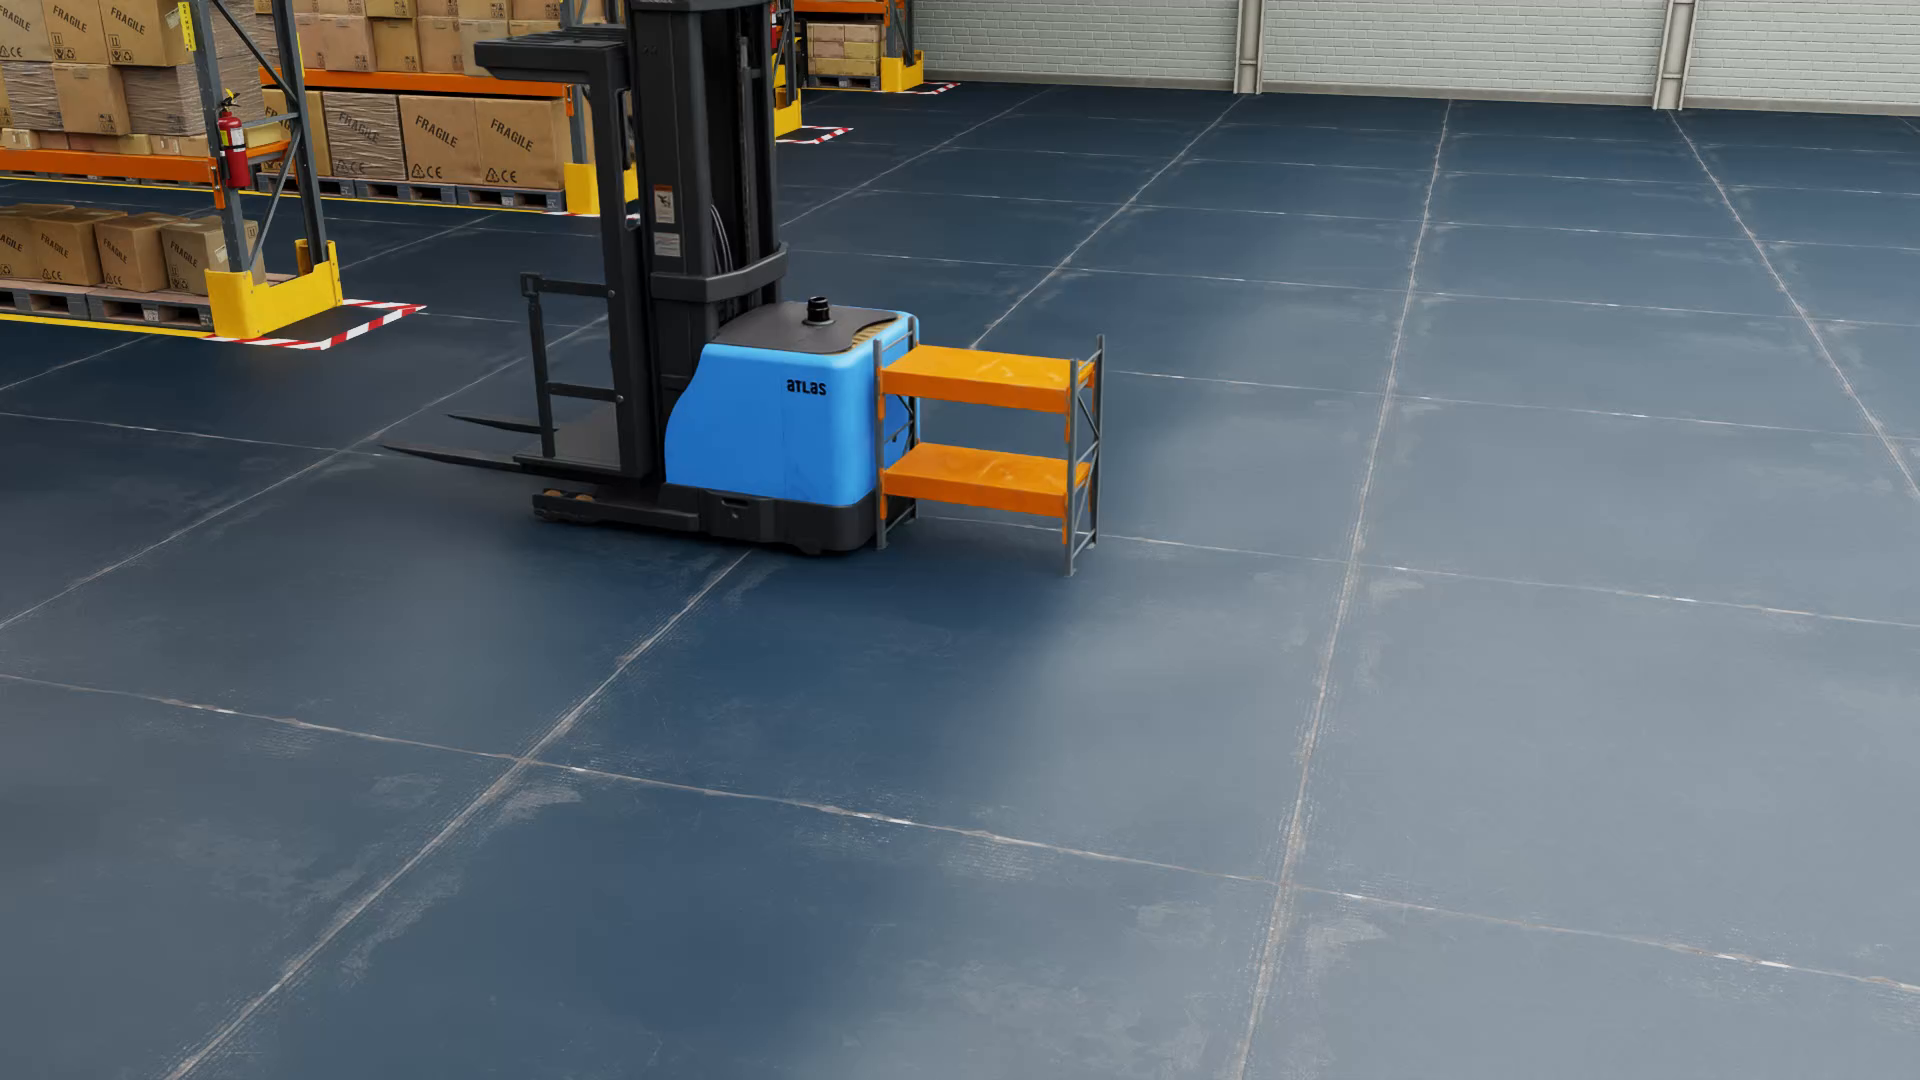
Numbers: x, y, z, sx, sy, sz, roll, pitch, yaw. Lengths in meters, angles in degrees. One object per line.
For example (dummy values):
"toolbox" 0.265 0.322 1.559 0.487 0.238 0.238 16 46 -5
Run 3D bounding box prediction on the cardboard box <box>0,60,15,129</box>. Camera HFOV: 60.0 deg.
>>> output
"cardboard box" -7.193 -3.499 12.824 0.500 0.500 0.875 7 23 16

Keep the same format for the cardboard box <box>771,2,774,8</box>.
"cardboard box" -2.730 -7.041 21.459 0.500 0.500 0.500 6 23 15

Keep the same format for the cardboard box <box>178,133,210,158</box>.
"cardboard box" -5.552 -2.944 12.326 0.250 0.149 0.380 7 23 16

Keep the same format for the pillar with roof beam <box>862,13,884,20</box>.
"pillar with roof beam" -2.576 -10.124 21.593 0.400 9.000 9.100 7 23 16

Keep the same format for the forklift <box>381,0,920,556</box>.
"forklift" -1.777 -1.608 8.828 3.031 2.935 1.130 8 24 19

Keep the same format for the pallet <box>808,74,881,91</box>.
"pallet" -1.671 -7.287 26.256 1.213 0.211 1.003 7 23 16

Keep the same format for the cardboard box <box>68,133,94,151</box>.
"cardboard box" -6.507 -3.056 12.598 0.250 0.149 0.380 7 23 16

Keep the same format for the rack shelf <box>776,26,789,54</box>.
"rack shelf" -4.272 -6.591 21.833 4.000 0.370 1.077 7 23 16

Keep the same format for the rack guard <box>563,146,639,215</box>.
"rack guard" -3.667 -3.736 17.219 0.348 0.500 1.175 7 23 16

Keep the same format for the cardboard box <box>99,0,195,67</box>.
"cardboard box" -5.817 -3.721 12.048 0.500 0.500 0.500 7 23 16

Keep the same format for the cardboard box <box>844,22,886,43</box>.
"cardboard box" -1.458 -7.830 25.659 0.500 0.250 0.500 7 23 17

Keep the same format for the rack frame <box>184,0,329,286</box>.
"rack frame" -5.219 -3.104 12.385 0.127 3.000 1.000 7 23 16

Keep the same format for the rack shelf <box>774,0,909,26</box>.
"rack shelf" -2.841 -8.395 26.231 4.000 0.370 1.077 7 23 16

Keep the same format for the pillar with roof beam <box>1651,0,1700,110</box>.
"pillar with roof beam" 8.912 -8.808 18.386 0.400 9.000 9.100 7 23 16

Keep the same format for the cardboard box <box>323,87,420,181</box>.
"cardboard box" -6.073 -4.353 17.676 0.875 0.875 0.875 7 23 16

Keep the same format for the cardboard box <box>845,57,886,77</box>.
"cardboard box" -1.468 -7.367 25.848 0.500 0.250 0.500 7 23 16

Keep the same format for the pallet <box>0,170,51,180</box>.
"pallet" -10.616 -4.368 19.141 1.213 0.211 1.003 7 23 16

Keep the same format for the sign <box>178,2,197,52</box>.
"sign" -5.399 -3.586 11.619 0.005 0.325 0.100 7 23 16

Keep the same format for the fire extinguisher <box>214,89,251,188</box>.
"fire extinguisher" -5.243 -2.888 11.960 0.183 0.674 0.296 7 23 16

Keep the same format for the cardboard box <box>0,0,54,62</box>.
"cardboard box" -6.776 -3.829 12.312 0.500 0.500 0.500 7 23 16

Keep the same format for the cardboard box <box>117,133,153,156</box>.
"cardboard box" -6.045 -2.980 12.414 0.250 0.149 0.380 7 23 16

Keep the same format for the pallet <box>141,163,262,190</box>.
"pallet" -8.280 -4.101 18.489 1.213 0.211 1.003 7 23 16

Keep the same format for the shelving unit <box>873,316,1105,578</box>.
"shelving unit" 0.147 -0.486 8.473 1.048 1.125 0.538 8 24 19

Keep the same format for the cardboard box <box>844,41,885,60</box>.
"cardboard box" -1.483 -7.602 25.760 0.500 0.250 0.500 6 23 15

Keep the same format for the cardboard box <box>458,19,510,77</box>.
"cardboard box" -4.591 -5.041 16.909 0.550 0.550 0.875 7 23 16

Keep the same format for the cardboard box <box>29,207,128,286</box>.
"cardboard box" -6.988 -2.345 13.274 0.500 0.500 0.500 9 24 20

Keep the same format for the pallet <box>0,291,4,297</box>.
"pallet" -8.396 -2.192 13.835 1.213 0.211 1.003 7 23 16

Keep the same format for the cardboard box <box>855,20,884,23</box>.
"cardboard box" -1.332 -8.015 26.108 0.500 0.250 0.500 6 23 15

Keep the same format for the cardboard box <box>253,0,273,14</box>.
"cardboard box" -7.176 -5.850 17.457 0.550 0.550 0.875 7 23 16

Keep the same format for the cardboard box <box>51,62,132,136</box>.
"cardboard box" -6.251 -3.369 12.508 0.500 0.500 0.875 7 23 16

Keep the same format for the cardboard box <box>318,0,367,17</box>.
"cardboard box" -6.139 -5.722 17.147 0.550 0.550 0.875 7 23 16

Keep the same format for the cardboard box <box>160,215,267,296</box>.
"cardboard box" -5.812 -2.216 12.961 0.500 0.500 0.500 11 25 25

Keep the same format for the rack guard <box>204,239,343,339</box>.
"rack guard" -5.292 -1.956 12.879 0.348 0.500 1.175 7 23 16

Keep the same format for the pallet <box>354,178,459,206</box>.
"pallet" -5.642 -3.799 17.752 1.213 0.211 1.003 7 23 15

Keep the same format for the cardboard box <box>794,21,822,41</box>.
"cardboard box" -2.434 -7.936 25.916 0.500 0.250 0.500 7 23 16

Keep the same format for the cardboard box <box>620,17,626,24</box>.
"cardboard box" -4.234 -6.726 21.546 0.250 0.149 0.380 7 23 16

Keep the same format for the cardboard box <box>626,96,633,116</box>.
"cardboard box" -4.205 -5.733 21.863 0.500 0.250 0.500 6 23 14

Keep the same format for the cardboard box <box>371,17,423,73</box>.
"cardboard box" -5.610 -5.191 17.275 0.500 0.550 0.875 7 23 16

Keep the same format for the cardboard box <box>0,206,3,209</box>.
"cardboard box" -8.127 -2.462 13.560 0.500 0.500 0.500 15 27 32

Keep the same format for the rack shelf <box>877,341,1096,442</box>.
"rack shelf" 0.147 -0.757 8.362 1.000 0.278 0.538 8 24 19

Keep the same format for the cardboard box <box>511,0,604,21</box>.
"cardboard box" -4.034 -5.519 16.651 0.550 0.550 0.875 7 23 16

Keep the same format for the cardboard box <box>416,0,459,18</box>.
"cardboard box" -5.084 -5.656 16.986 0.550 0.550 0.875 7 23 16

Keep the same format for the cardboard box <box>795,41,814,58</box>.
"cardboard box" -2.460 -7.709 26.023 0.500 0.250 0.500 6 23 14

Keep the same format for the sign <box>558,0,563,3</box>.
"sign" -3.860 -5.345 16.009 0.005 0.325 0.100 7 23 16

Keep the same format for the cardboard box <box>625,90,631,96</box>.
"cardboard box" -4.181 -6.081 21.723 0.500 0.500 0.500 6 23 14

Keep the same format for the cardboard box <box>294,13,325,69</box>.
"cardboard box" -6.630 -5.315 17.576 0.550 0.550 0.875 7 23 16

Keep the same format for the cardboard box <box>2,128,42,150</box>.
"cardboard box" -7.018 -3.070 12.633 0.250 0.149 0.380 7 23 16

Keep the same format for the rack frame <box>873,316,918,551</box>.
"rack frame" -0.329 -0.554 8.638 0.032 1.125 0.500 8 24 19

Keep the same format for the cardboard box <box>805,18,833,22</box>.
"cardboard box" -2.287 -8.127 26.382 0.500 0.250 0.500 6 23 15

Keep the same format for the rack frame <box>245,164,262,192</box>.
"rack frame" -7.519 -5.333 17.820 0.127 3.000 1.000 7 23 16

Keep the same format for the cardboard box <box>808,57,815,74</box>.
"cardboard box" -2.417 -7.483 26.131 0.500 0.250 0.500 7 23 16

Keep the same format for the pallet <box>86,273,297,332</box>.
"pallet" -6.060 -1.924 13.183 1.213 0.211 1.003 7 23 16

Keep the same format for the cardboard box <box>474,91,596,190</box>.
"cardboard box" -4.358 -4.157 17.197 0.875 0.875 0.875 7 23 16
